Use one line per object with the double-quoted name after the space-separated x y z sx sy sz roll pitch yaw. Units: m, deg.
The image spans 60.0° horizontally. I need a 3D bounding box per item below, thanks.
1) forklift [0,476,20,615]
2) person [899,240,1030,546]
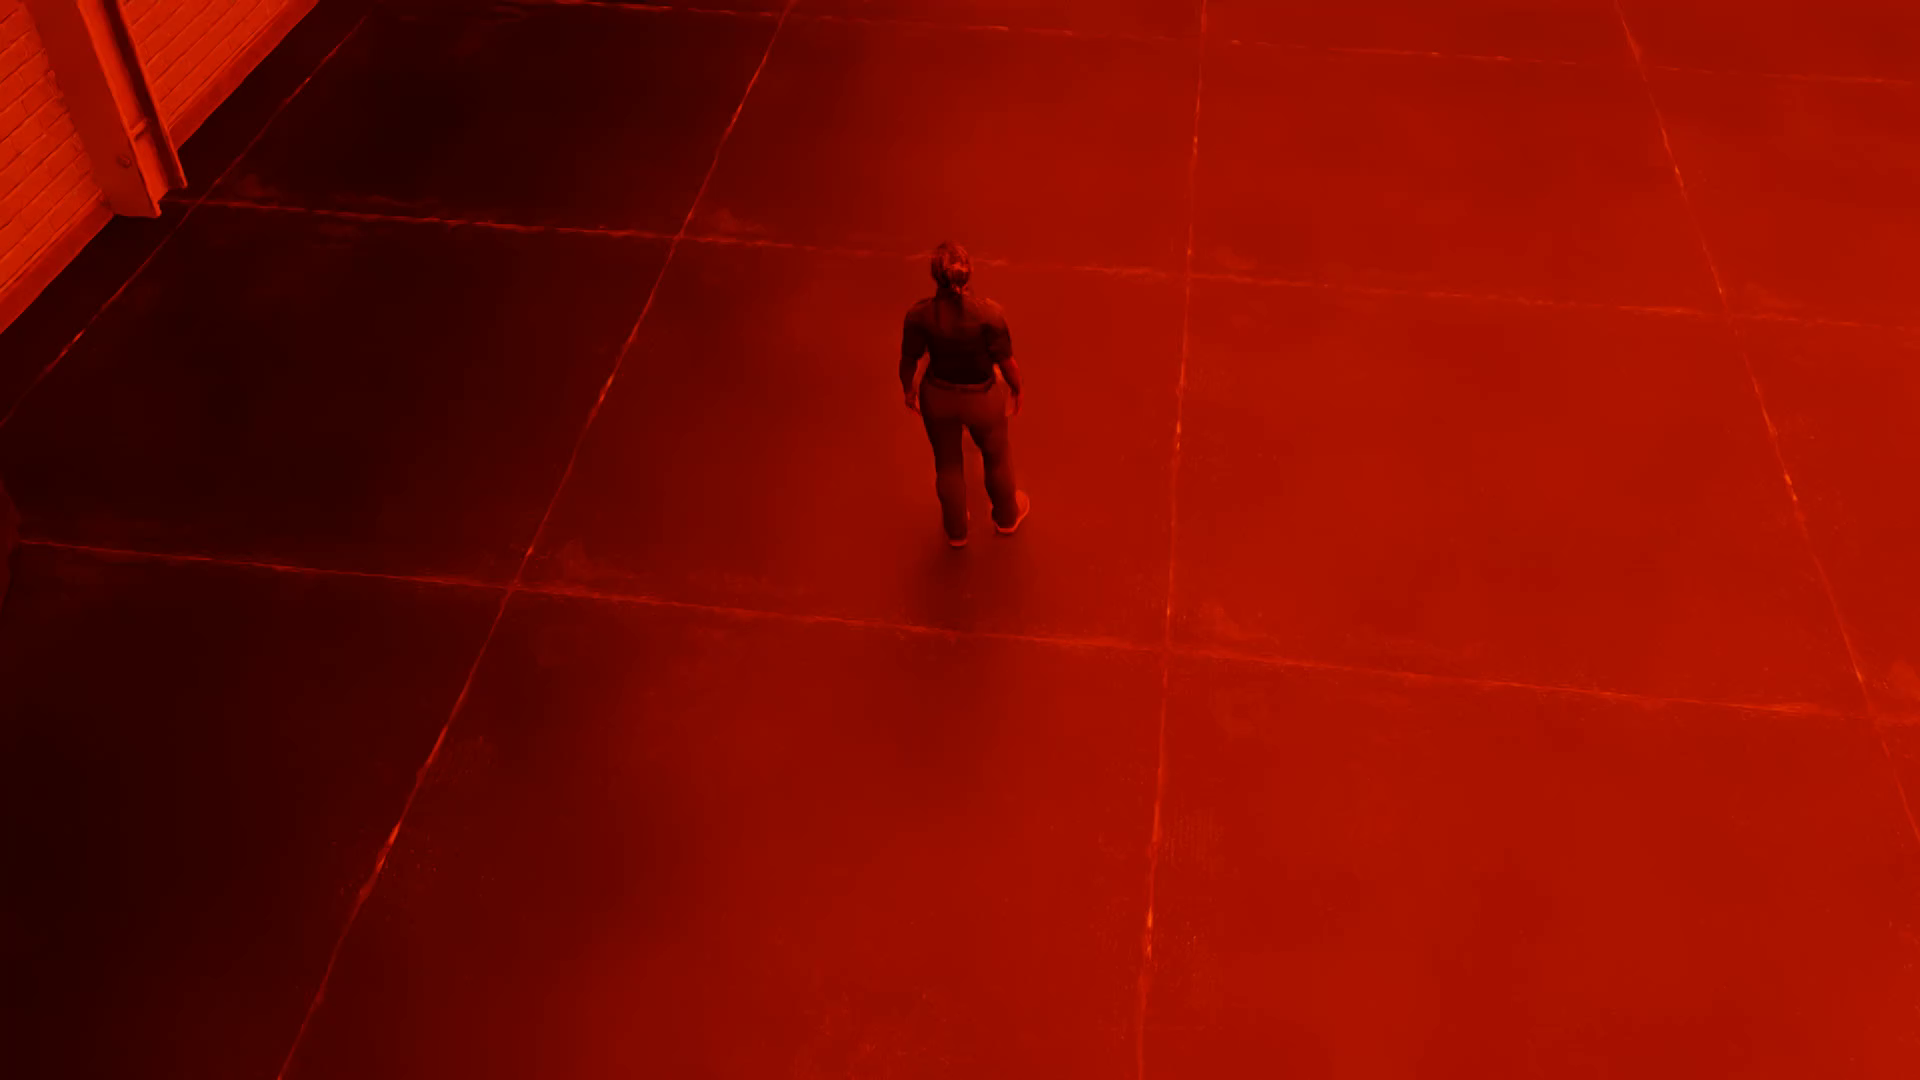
-4.671 -0.117 5.852 1.130 2.935 3.031 -8 43 -9 "forklift"
0.031 -0.671 7.389 0.570 1.654 0.503 5 43 6 "person"
